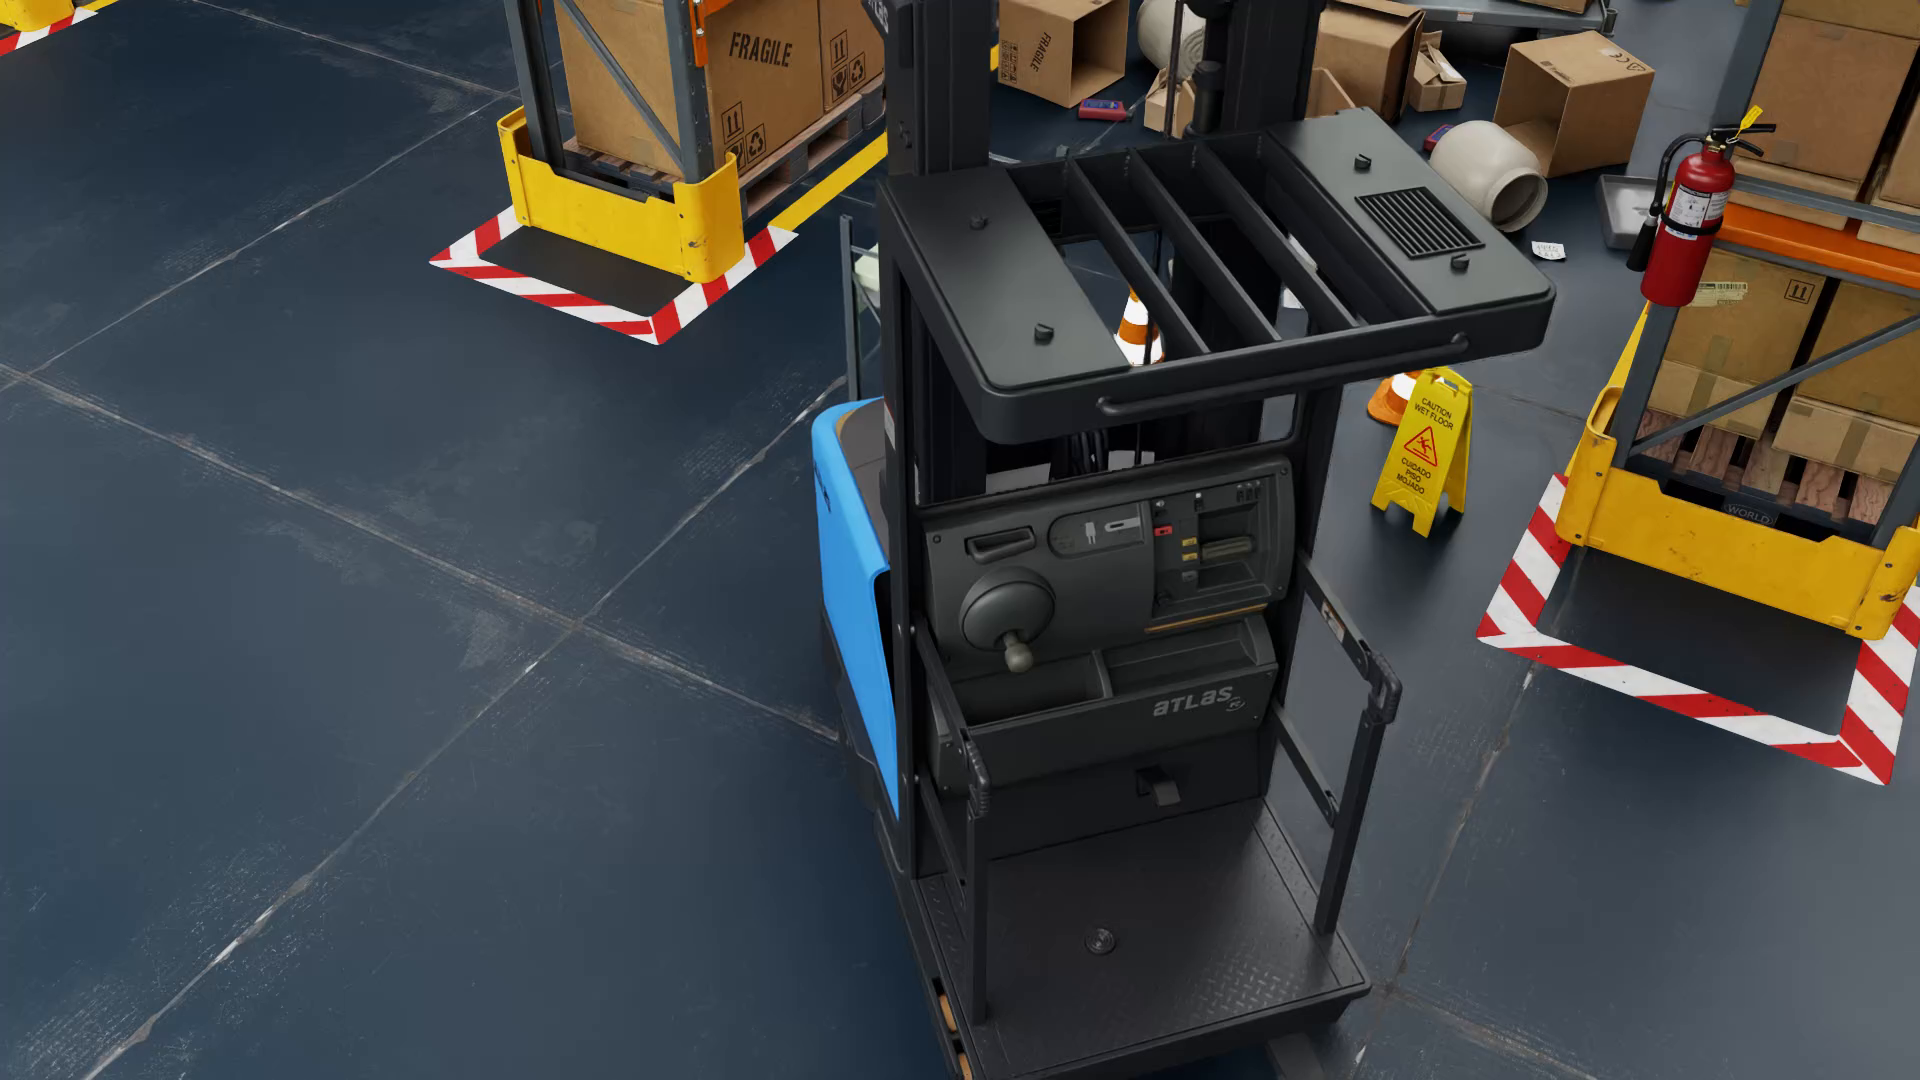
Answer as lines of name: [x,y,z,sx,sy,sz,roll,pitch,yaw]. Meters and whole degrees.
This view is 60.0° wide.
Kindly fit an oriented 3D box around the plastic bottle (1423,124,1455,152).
plastic bottle: [2.511,-2.072,8.556,0.133,0.061,0.283,29,49,29]

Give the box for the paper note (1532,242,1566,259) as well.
paper note: [2.752,-1.358,7.769,0.142,0.019,0.148,7,42,8]

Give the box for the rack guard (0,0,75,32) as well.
rack guard: [-5.764,-3.387,9.717,1.175,0.500,0.348,21,45,22]

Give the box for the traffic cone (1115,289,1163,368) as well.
traffic cone: [0.746,-0.897,6.918,0.336,0.463,0.334,21,45,22]

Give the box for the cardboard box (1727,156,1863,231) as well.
cardboard box: [2.780,-1.194,5.527,0.380,0.149,0.250,22,46,23]

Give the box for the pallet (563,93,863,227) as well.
pallet: [-1.225,-2.020,8.384,1.003,0.211,1.213,21,45,22]

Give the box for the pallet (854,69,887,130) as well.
pallet: [-0.614,-2.715,9.174,1.003,0.211,1.213,21,45,22]

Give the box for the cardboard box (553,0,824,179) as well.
cardboard box: [-1.276,-2.353,7.942,0.875,0.875,0.875,21,46,22]

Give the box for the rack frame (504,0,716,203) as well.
rack frame: [-1.558,-2.583,6.914,1.000,3.000,0.127,21,45,22]

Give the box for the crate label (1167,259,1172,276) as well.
crate label: [1.085,-1.245,7.560,0.250,0.136,0.298,0,41,0]

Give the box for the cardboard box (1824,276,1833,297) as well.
cardboard box: [3.691,-1.096,6.420,0.500,0.500,0.500,19,45,21]

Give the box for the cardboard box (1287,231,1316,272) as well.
cardboard box: [1.685,-1.352,7.672,0.250,0.149,0.380,-21,45,-22]

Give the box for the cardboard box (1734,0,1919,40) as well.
cardboard box: [2.845,-1.893,5.072,0.700,0.500,0.500,20,45,21]

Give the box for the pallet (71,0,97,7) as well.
pallet: [-5.326,-3.731,10.328,1.003,0.211,1.213,21,45,22]

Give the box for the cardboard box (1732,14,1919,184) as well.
cardboard box: [2.811,-1.555,5.445,0.500,0.500,0.500,20,45,21]

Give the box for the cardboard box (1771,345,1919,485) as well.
cardboard box: [3.422,-0.500,6.311,0.500,0.250,0.500,21,45,22]

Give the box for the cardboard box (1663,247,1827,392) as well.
cardboard box: [2.954,-0.956,6.261,0.500,0.500,0.500,21,46,22]

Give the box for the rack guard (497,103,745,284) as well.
rack guard: [-1.570,-1.631,7.724,1.175,0.500,0.348,21,45,22]

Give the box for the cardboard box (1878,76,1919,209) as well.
cardboard box: [3.256,-1.332,5.193,0.500,0.500,0.500,20,45,21]

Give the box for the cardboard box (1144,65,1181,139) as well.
cardboard box: [1.178,-2.253,8.608,0.396,0.266,0.258,29,49,29]

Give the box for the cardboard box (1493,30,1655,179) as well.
cardboard box: [3.066,-2.192,8.359,0.500,0.500,0.500,-14,43,-15]

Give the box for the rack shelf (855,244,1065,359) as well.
rack shelf: [-0.007,-0.868,5.510,0.431,0.370,0.720,21,46,22]

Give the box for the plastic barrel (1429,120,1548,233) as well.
plastic barrel: [2.501,-1.720,7.882,0.421,0.421,0.512,-14,43,-15]

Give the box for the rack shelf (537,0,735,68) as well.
rack shelf: [-0.557,-3.458,8.451,1.077,0.370,4.000,21,45,22]

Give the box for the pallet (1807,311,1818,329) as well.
pallet: [3.865,-1.149,7.395,1.003,0.211,1.213,21,45,22]

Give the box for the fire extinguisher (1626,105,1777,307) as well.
fire extinguisher: [2.322,-1.062,5.245,0.296,0.674,0.183,21,45,22]

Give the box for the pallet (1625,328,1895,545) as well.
pallet: [3.254,-0.454,6.606,1.003,0.211,1.213,21,45,22]

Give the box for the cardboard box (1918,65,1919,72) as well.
cardboard box: [3.766,-1.922,5.862,0.500,0.500,0.500,20,45,21]

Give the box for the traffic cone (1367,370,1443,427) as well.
traffic cone: [1.877,-0.724,6.723,0.336,0.463,0.334,21,45,22]

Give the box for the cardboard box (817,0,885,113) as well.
cardboard box: [-0.837,-2.857,8.515,0.875,0.875,0.875,20,45,21]

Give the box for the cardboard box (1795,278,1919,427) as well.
cardboard box: [3.433,-0.795,6.078,0.500,0.500,0.500,19,45,21]

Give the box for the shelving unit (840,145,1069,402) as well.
shelving unit: [-0.007,-0.575,5.768,0.431,1.500,0.755,21,46,22]

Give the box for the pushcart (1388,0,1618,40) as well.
pushcart: [2.781,-3.034,9.410,1.648,0.377,0.936,7,42,8]

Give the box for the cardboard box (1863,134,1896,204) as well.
cardboard box: [3.242,-1.185,5.516,0.380,0.149,0.250,22,46,23]

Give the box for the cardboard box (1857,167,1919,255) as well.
cardboard box: [3.128,-1.036,5.346,0.380,0.149,0.250,21,46,22]

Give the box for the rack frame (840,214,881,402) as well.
rack frame: [-0.193,-0.367,5.532,0.400,1.500,0.023,21,46,22]

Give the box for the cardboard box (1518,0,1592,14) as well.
cardboard box: [3.224,-3.210,8.944,0.500,0.500,0.500,21,45,22]

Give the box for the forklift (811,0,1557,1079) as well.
forklift: [0.438,0.143,3.869,1.130,2.935,3.031,-11,43,-12]

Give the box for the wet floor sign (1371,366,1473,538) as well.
wet floor sign: [1.757,-0.365,6.177,0.232,0.644,0.267,-29,49,-29]

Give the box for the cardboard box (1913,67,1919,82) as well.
cardboard box: [3.792,-1.770,6.180,0.380,0.149,0.250,22,46,23]

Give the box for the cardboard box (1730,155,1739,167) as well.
cardboard box: [2.811,-1.376,5.733,0.380,0.149,0.250,20,45,22]

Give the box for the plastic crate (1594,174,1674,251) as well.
plastic crate: [3.284,-1.570,7.972,0.402,0.080,0.583,7,42,8]

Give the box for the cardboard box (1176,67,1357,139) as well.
cardboard box: [1.465,-1.909,8.037,0.797,0.503,0.637,-7,42,-7]

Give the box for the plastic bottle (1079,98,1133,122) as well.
plastic bottle: [0.775,-2.268,8.779,0.283,0.061,0.133,7,42,8]

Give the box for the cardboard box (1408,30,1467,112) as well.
cardboard box: [2.514,-2.510,8.900,0.258,0.266,0.396,-7,42,-7]

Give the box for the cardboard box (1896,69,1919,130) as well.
cardboard box: [3.512,-1.630,5.530,0.500,0.500,0.500,22,46,23]

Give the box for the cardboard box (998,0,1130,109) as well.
cardboard box: [0.555,-2.707,8.944,0.500,0.500,0.500,29,49,29]

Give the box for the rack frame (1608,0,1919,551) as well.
rack frame: [2.778,-1.004,5.120,1.000,3.000,0.127,21,45,22]

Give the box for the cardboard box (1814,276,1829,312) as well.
cardboard box: [3.946,-1.106,6.999,0.500,0.250,0.500,24,47,25]

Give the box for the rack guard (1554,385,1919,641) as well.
rack guard: [2.816,-0.109,5.996,1.175,0.500,0.348,21,45,22]

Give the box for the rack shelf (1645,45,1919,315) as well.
rack shelf: [3.779,-1.878,6.658,1.077,0.370,4.000,21,45,22]

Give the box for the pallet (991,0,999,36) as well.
pallet: [-0.004,-3.416,9.970,1.003,0.211,1.213,21,45,22]

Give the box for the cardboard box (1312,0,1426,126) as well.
cardboard box: [1.926,-2.498,8.603,0.797,0.637,0.503,21,45,22]

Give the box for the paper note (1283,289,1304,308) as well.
paper note: [1.528,-1.089,7.463,0.148,0.019,0.142,7,42,8]

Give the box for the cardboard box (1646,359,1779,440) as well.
cardboard box: [2.962,-0.695,6.532,0.500,0.250,0.500,21,45,22]

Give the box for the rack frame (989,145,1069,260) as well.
rack frame: [0.179,-0.783,6.005,0.400,1.500,0.023,21,46,22]

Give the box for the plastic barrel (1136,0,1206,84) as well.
plastic barrel: [1.204,-2.749,9.051,0.421,0.421,0.512,-14,43,-15]
